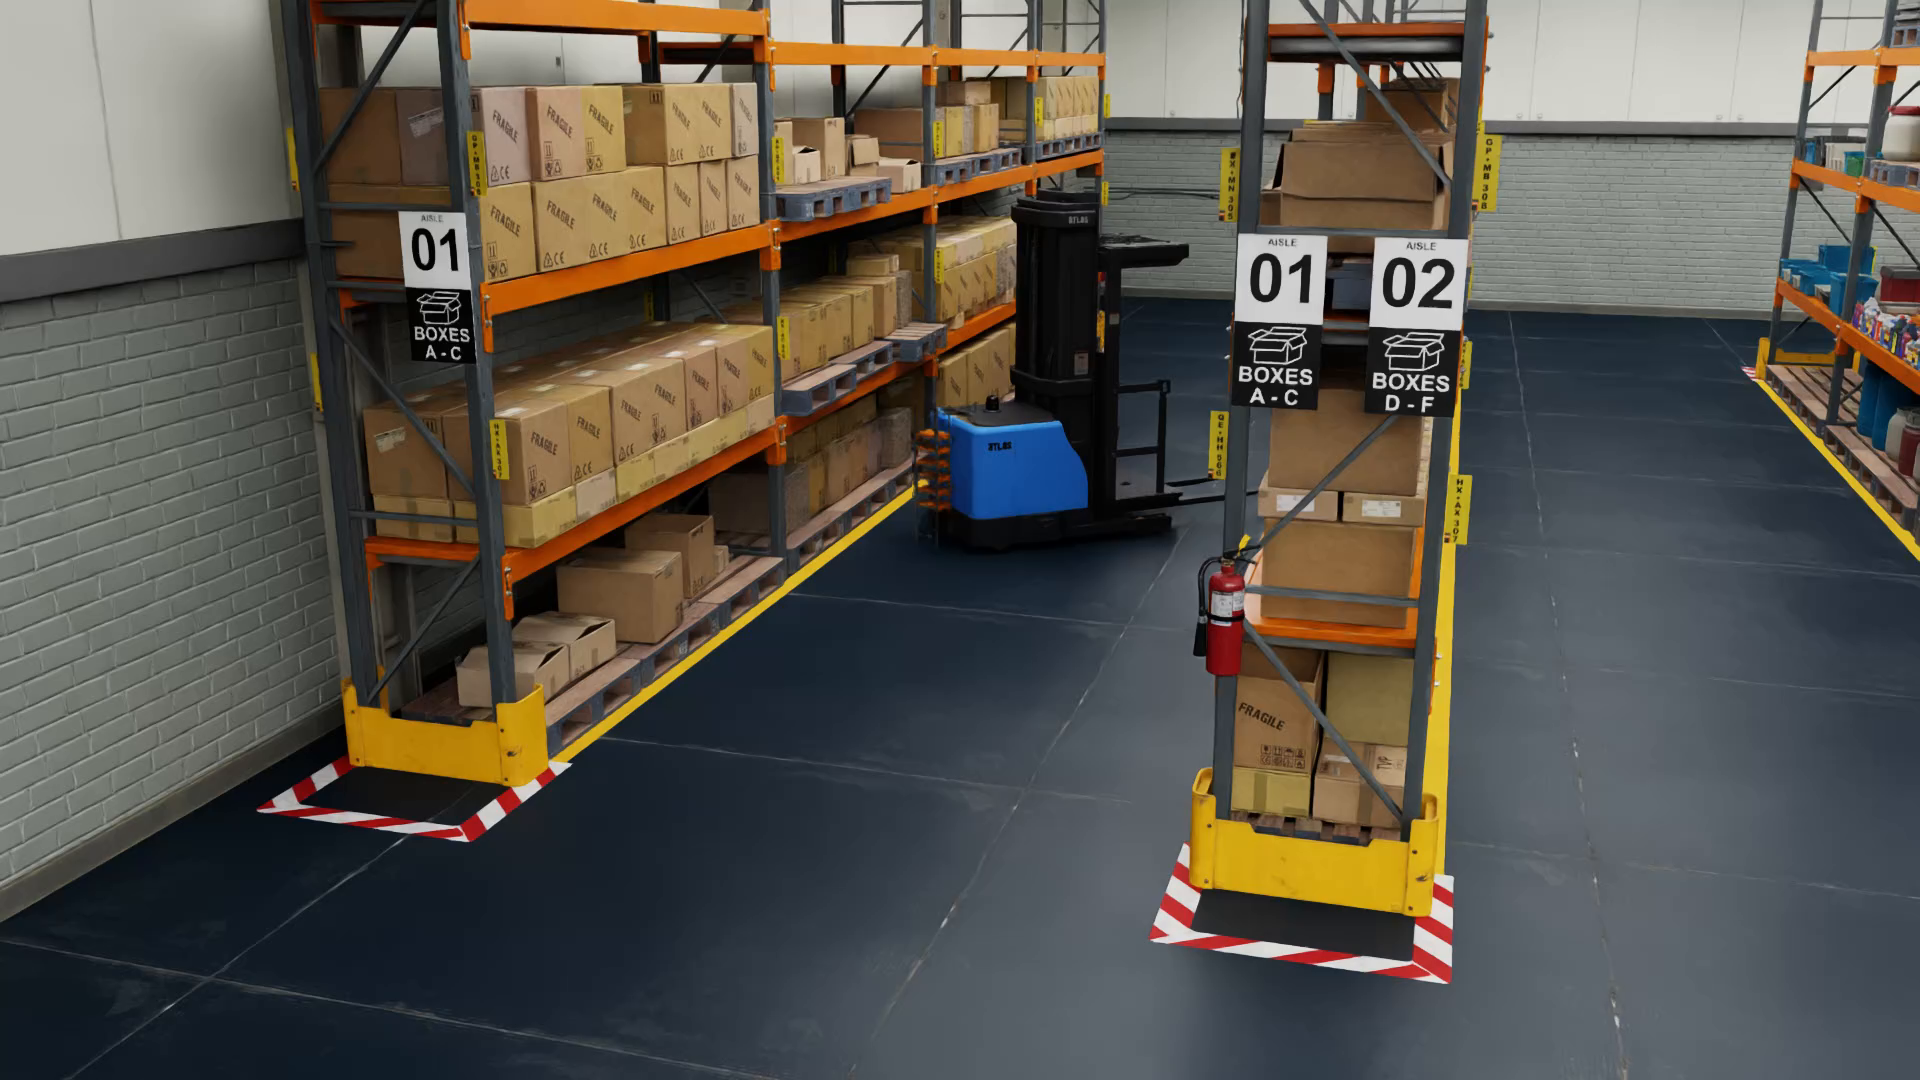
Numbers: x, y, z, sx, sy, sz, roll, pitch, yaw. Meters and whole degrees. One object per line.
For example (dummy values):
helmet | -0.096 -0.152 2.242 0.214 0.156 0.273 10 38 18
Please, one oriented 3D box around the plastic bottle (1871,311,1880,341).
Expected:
plastic bottle | 9.137 -2.133 16.565 0.061 0.283 0.133 5 16 16

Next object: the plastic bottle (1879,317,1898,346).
plastic bottle | 9.076 -2.030 16.216 0.152 0.276 0.135 5 16 16

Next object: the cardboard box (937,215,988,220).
cardboard box | 0.023 -3.714 19.786 0.500 0.250 0.500 5 17 18

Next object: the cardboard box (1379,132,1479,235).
cardboard box | 2.478 -1.903 8.837 0.500 0.500 0.500 5 16 16

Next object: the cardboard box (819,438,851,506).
cardboard box | -1.394 -0.632 14.834 0.700 0.500 0.500 5 17 17

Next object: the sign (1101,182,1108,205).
sign | 2.057 -4.924 23.637 0.100 0.325 0.005 5 16 16

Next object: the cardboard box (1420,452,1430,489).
cardboard box | 2.280 -0.376 8.786 0.380 0.149 0.250 4 16 15

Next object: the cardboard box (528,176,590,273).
cardboard box | -2.485 -1.819 9.530 0.500 0.500 0.500 6 17 20

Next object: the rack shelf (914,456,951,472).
rack shelf | -0.230 -0.627 14.063 0.258 0.103 0.180 11 19 36

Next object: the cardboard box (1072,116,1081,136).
cardboard box | 1.297 -5.435 21.818 0.500 0.250 0.500 4 16 14

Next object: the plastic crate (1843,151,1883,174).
plastic crate | 9.855 -4.109 18.130 0.416 0.233 0.300 5 16 16

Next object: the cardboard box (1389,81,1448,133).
cardboard box | 4.148 -3.908 15.099 0.500 0.500 0.500 5 16 16

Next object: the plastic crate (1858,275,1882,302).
plastic crate | 10.513 -2.841 18.956 0.437 0.282 0.530 5 16 16

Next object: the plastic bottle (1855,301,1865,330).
plastic bottle | 9.351 -2.330 17.261 0.061 0.283 0.133 5 16 16

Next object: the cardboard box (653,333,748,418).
cardboard box | -1.844 -1.179 11.852 0.500 0.500 0.500 5 16 16

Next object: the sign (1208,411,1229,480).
sign | 1.228 -0.446 7.850 0.100 0.325 0.005 5 16 16

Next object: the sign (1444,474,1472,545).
sign | 2.274 -0.140 7.593 0.100 0.325 0.005 5 16 16

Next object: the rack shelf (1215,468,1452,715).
rack shelf | 2.312 0.093 9.822 1.077 0.370 4.000 5 16 16

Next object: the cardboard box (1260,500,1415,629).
cardboard box | 1.889 0.101 8.292 0.700 0.500 0.500 5 16 16

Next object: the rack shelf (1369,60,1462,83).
rack shelf | 4.586 -4.693 16.437 1.077 0.370 4.000 5 16 16

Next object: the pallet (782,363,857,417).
pallet | -1.513 -1.256 13.611 1.003 0.211 1.213 5 16 16

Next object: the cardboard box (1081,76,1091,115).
cardboard box | 1.441 -5.938 22.218 0.500 0.500 0.500 5 17 18

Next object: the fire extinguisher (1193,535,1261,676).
fire extinguisher | 1.265 0.303 7.908 0.296 0.674 0.183 5 16 16

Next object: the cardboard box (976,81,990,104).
cardboard box | 0.028 -5.096 18.937 0.500 0.250 0.500 6 17 20

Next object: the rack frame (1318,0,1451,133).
rack frame | 2.881 -3.662 10.750 1.000 3.000 0.127 5 16 16

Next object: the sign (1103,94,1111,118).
sign | 2.057 -6.084 23.308 0.100 0.325 0.005 5 16 16

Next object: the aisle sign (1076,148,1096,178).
aisle sign | 1.849 -5.545 23.618 0.394 0.787 0.004 5 16 16

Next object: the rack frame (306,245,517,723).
rack frame | -3.006 -0.113 9.230 1.000 3.000 0.127 5 16 16

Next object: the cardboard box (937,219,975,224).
cardboard box | -0.119 -3.576 19.302 0.500 0.250 0.500 5 17 17

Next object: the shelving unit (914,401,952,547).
shelving unit | -0.229 -0.555 14.084 0.258 1.200 0.189 11 19 36

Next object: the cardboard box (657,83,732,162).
cardboard box | -1.899 -2.844 11.310 0.500 0.500 0.500 6 17 19

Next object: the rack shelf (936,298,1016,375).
rack shelf | -0.165 -2.383 18.552 1.077 0.370 4.000 5 16 16

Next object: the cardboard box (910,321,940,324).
cardboard box | -0.417 -2.163 16.881 0.380 0.149 0.250 4 16 15

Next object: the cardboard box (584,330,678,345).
cardboard box | -2.354 -1.216 11.982 0.500 0.500 0.500 5 16 16

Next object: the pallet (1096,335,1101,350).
pallet | 1.388 -2.742 23.610 1.003 0.211 1.213 5 16 16

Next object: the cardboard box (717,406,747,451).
cardboard box | -1.863 -0.820 11.960 0.500 0.250 0.500 5 17 16

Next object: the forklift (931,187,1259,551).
forklift | 1.295 -1.567 14.484 3.031 2.935 1.130 -7 17 -23

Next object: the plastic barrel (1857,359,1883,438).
plastic barrel | 9.731 -1.536 17.322 0.600 0.901 0.708 5 16 16

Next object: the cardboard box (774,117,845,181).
cardboard box | -1.287 -3.312 14.059 0.500 0.500 0.500 4 16 14

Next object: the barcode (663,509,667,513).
barcode | -2.253 -0.200 12.724 0.001 0.075 0.075 5 16 16

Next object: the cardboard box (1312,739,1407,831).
cardboard box | 2.110 1.268 8.631 0.500 0.250 0.500 5 16 16

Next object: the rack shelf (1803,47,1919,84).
rack shelf | 10.471 -5.355 18.769 1.077 0.370 4.000 5 16 16

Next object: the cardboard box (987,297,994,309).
cardboard box | 0.176 -2.702 18.781 0.380 0.149 0.250 4 16 14

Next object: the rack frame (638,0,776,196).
rack frame | -1.870 -4.045 12.101 1.000 3.000 0.127 5 16 16

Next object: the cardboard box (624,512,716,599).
cardboard box | -2.126 0.106 12.232 0.500 0.500 0.500 3 16 12

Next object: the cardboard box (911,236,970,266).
cardboard box | -0.205 -3.007 17.294 0.500 0.250 0.500 4 16 15

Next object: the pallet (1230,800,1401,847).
pallet | 1.921 1.409 8.976 1.003 0.211 1.213 5 16 16

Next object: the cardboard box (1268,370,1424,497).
cardboard box | 1.904 -0.537 8.164 0.700 0.500 0.500 5 16 16

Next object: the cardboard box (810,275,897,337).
cardboard box | -0.990 -2.193 15.576 0.700 0.500 0.500 3 16 11

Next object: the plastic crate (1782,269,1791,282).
plastic crate | 10.483 -3.316 20.896 0.250 0.136 0.298 5 16 16

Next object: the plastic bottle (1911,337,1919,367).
plastic bottle | 8.698 -1.706 15.081 0.097 0.271 0.097 0 16 0

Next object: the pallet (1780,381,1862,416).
pallet | 10.419 -1.658 19.788 1.003 0.211 1.213 5 16 16

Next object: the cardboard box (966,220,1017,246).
cardboard box | 0.362 -3.539 19.169 0.500 0.250 0.500 5 17 17

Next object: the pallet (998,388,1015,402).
pallet | 0.257 -1.703 19.947 1.003 0.211 1.213 5 16 16
